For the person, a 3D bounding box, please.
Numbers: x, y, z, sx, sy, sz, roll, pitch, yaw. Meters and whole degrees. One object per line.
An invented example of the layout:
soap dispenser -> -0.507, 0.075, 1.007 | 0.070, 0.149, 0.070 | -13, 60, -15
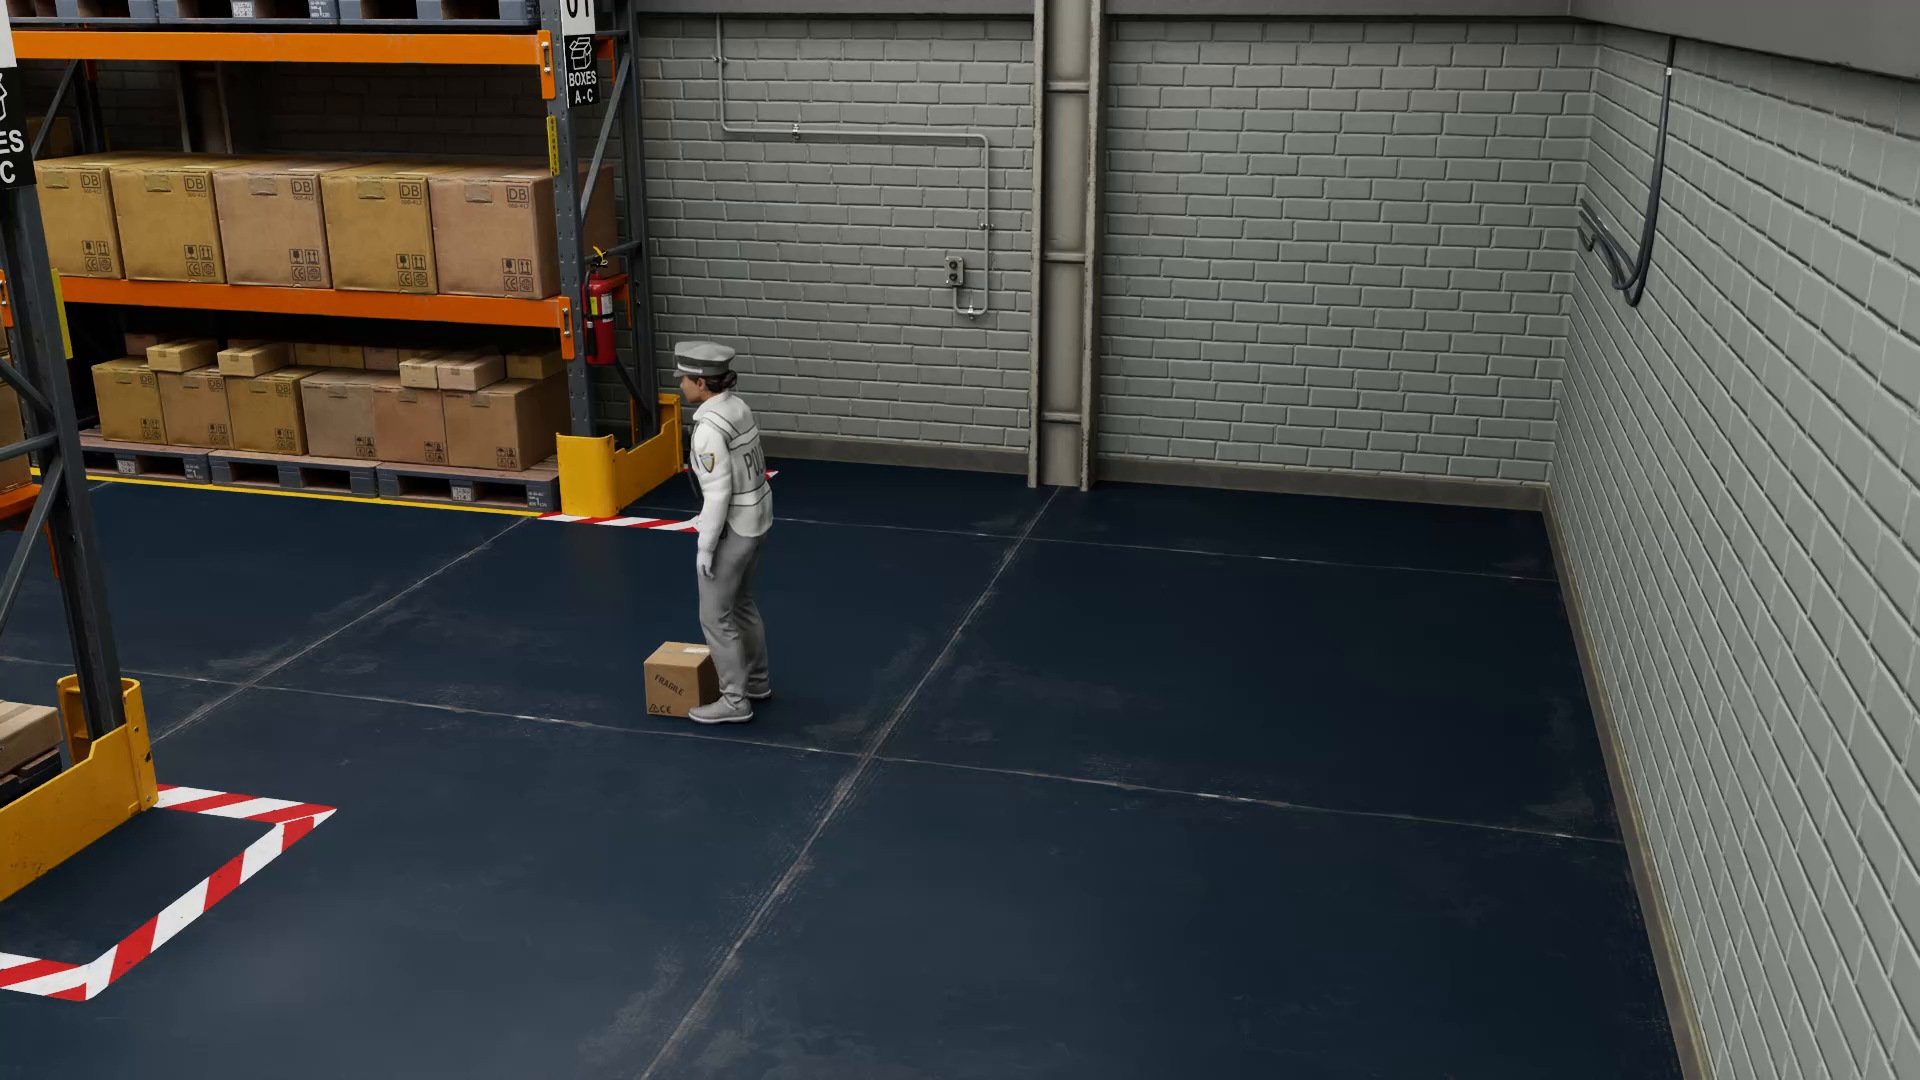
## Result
person -> -1.002, -0.028, 7.137 | 0.376, 1.663, 0.544 | 3, 19, 10
